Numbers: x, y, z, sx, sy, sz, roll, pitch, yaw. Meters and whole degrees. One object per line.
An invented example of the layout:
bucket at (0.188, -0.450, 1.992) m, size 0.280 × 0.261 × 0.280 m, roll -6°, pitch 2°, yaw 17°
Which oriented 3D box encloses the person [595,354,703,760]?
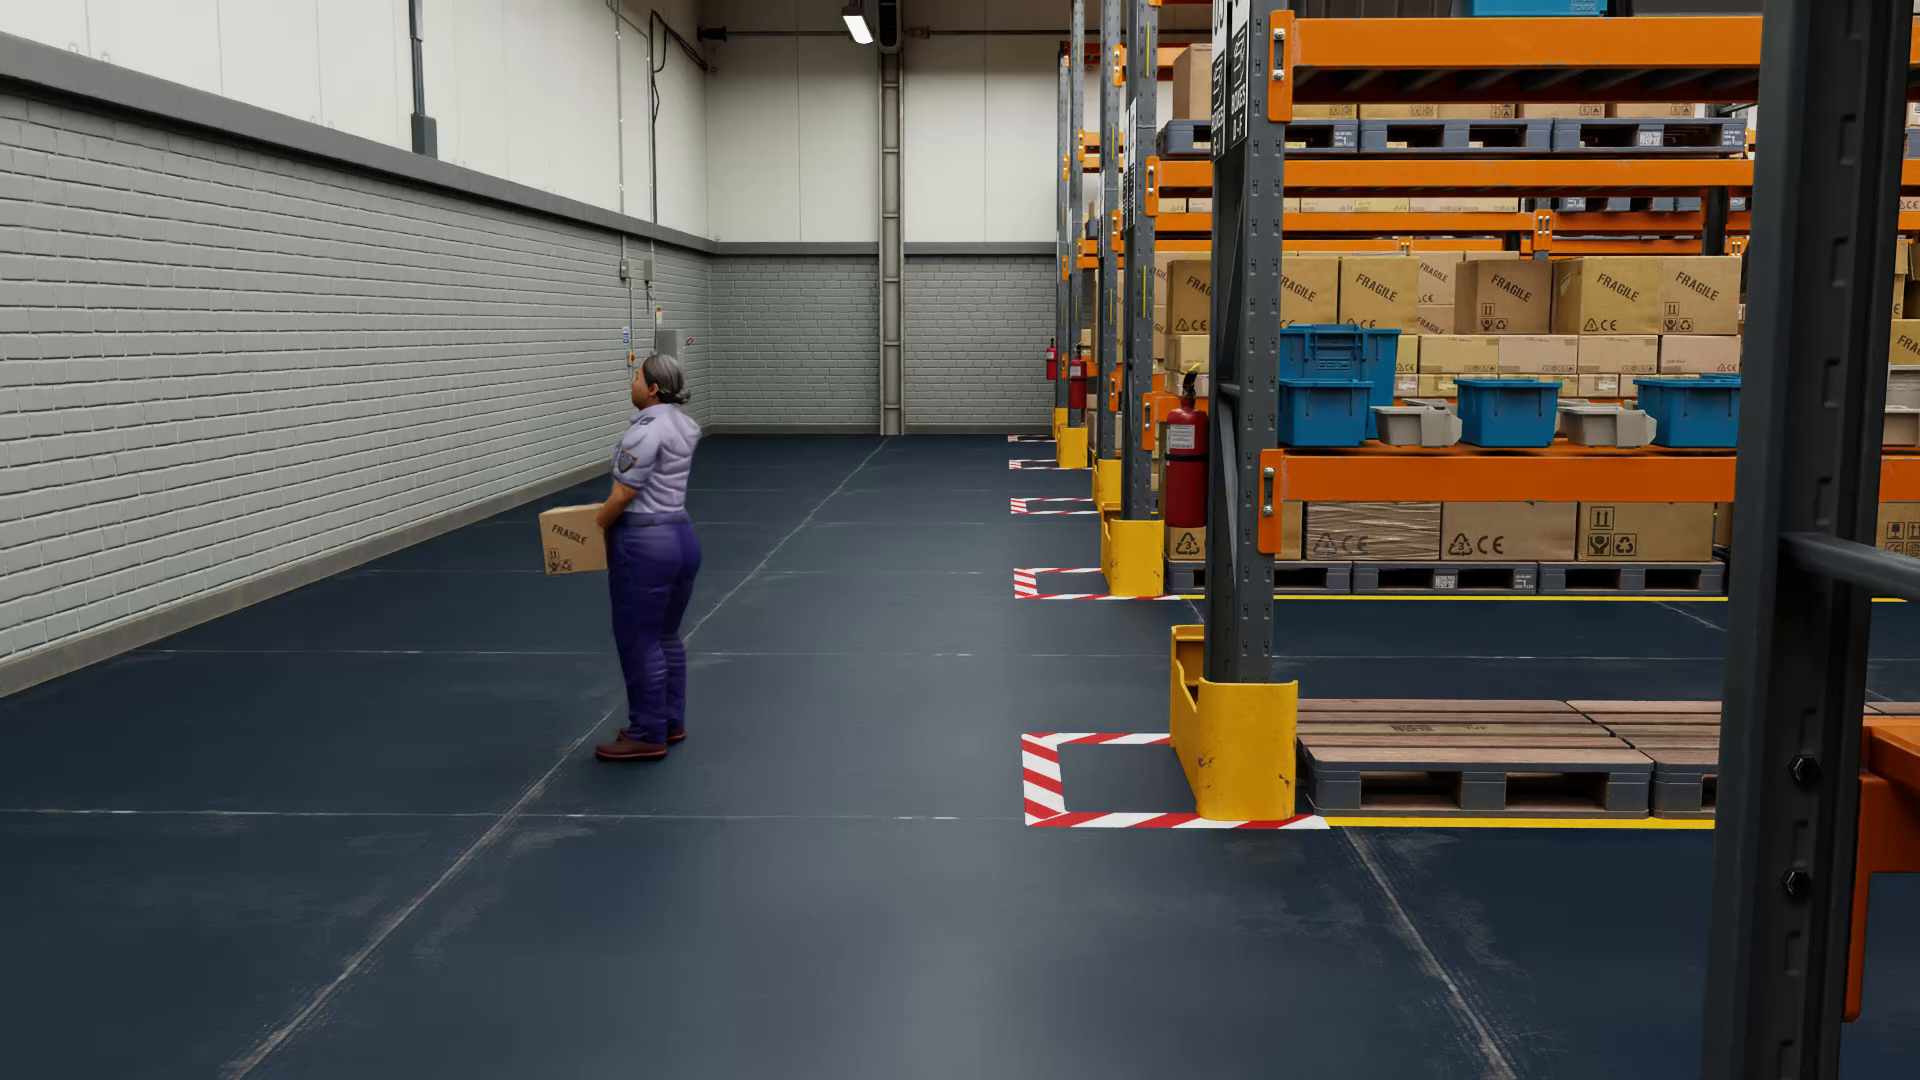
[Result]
person at (-1.315, 0.068, 6.828) m, size 0.486 × 1.641 × 0.483 m, roll 3°, pitch 8°, yaw 19°
